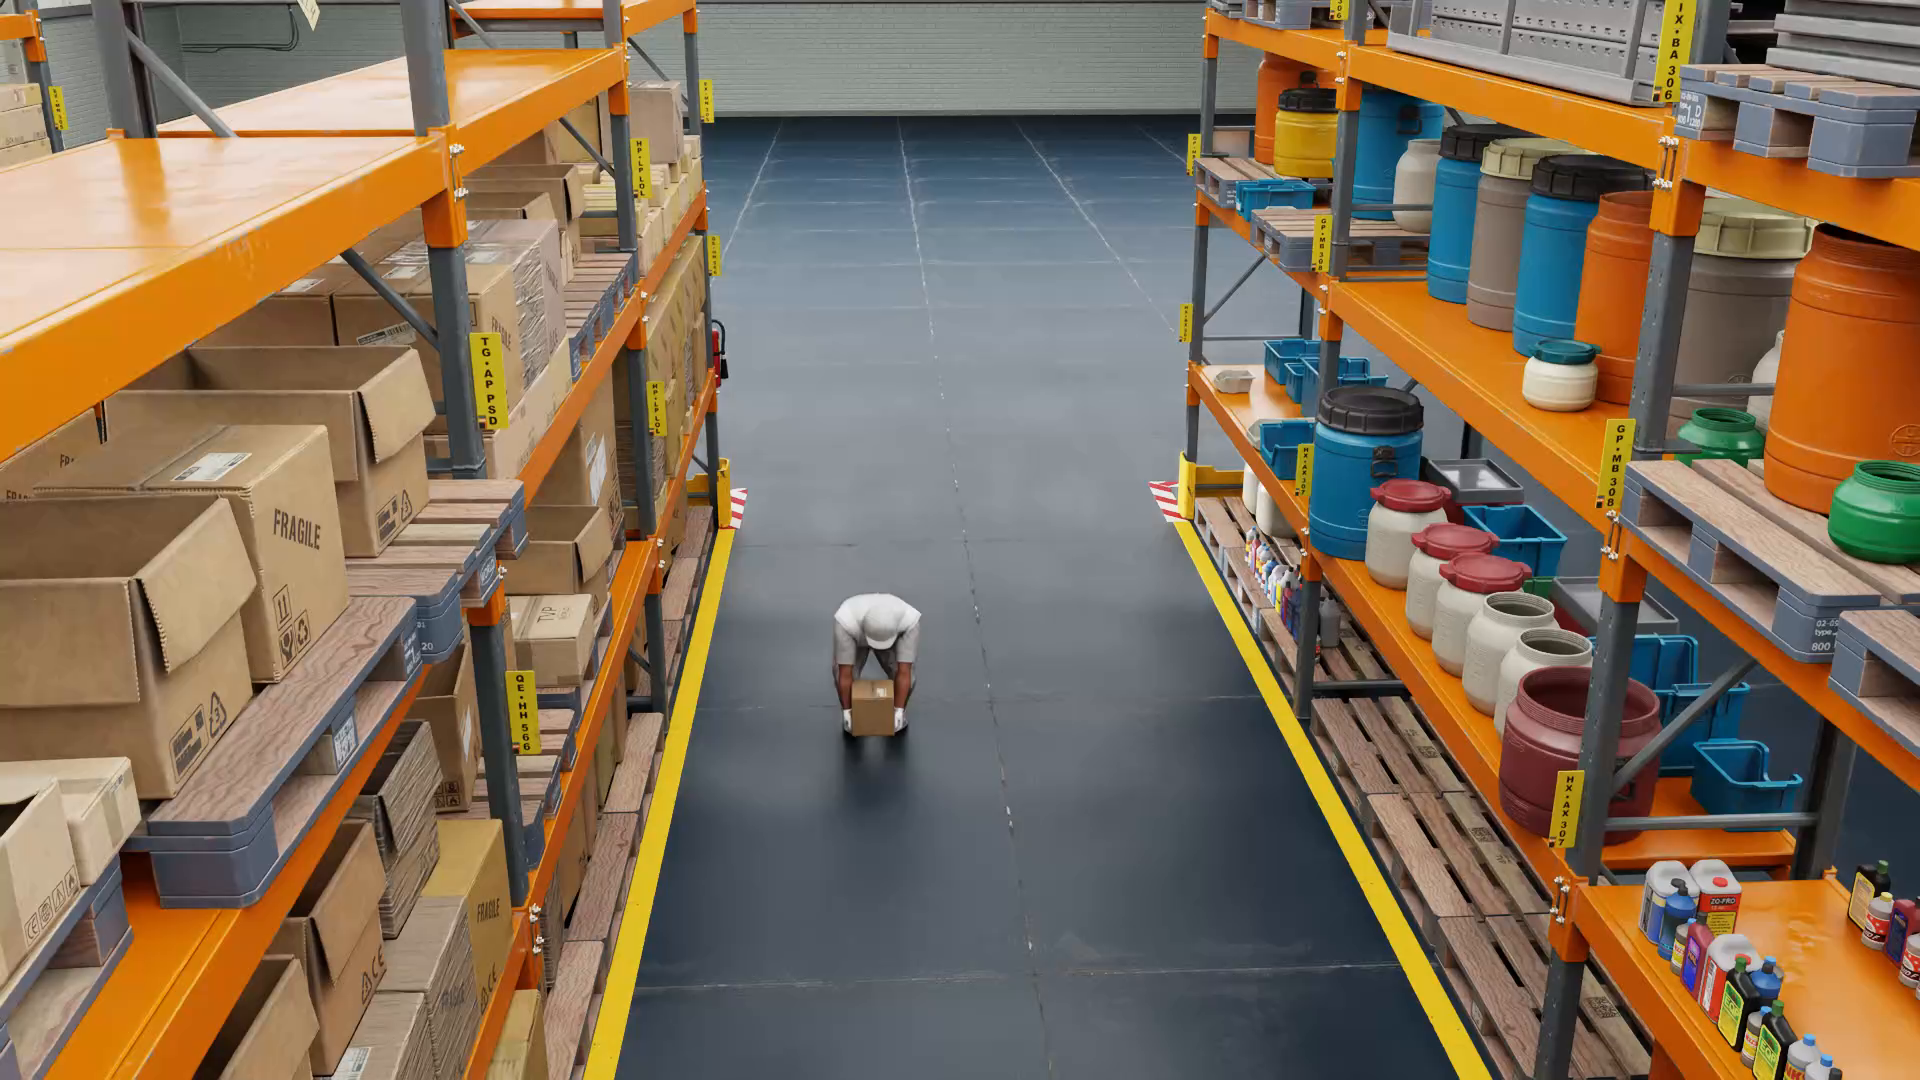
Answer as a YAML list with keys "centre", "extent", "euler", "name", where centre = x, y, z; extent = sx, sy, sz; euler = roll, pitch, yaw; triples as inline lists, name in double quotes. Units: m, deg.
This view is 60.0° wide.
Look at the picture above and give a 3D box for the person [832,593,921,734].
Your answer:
- centre: [-0.511, 0.729, 10.204]
  extent: [0.547, 1.004, 0.920]
  euler: [-2, 20, -4]
  name: "person"
